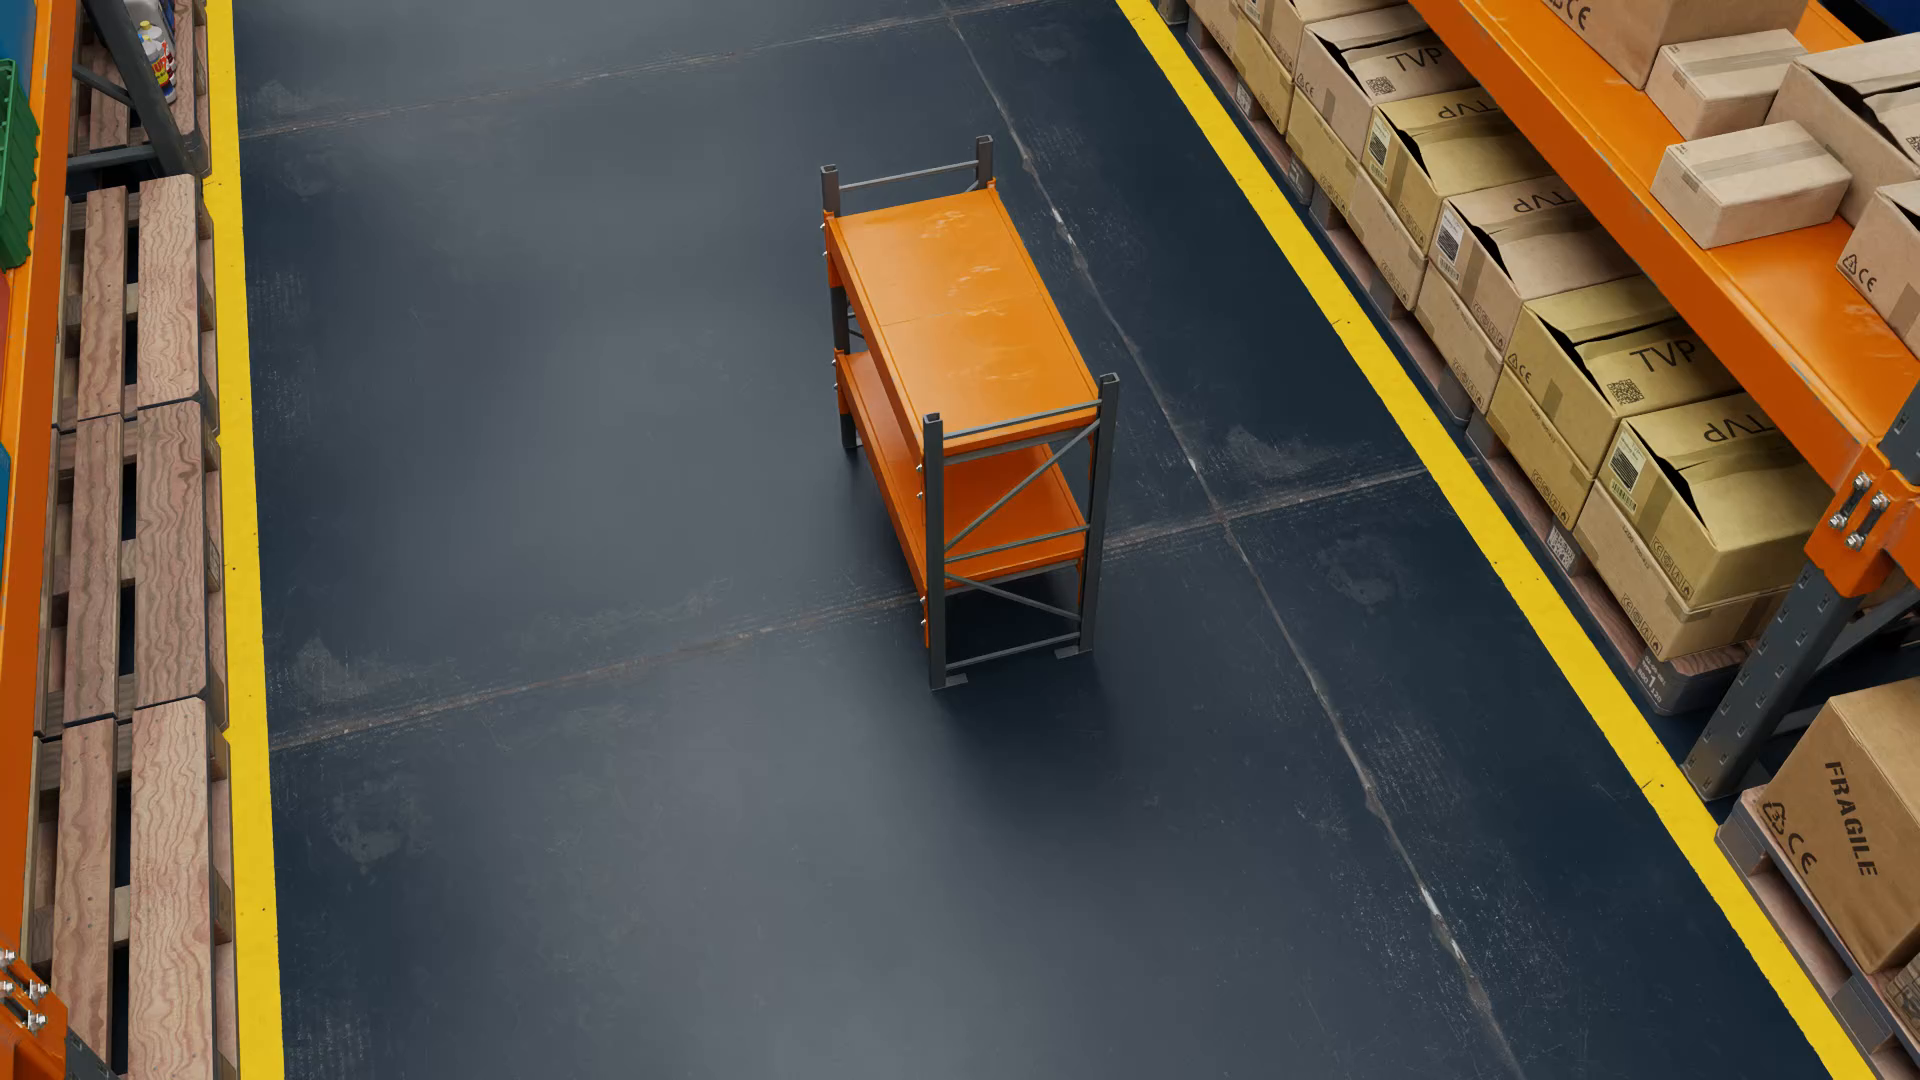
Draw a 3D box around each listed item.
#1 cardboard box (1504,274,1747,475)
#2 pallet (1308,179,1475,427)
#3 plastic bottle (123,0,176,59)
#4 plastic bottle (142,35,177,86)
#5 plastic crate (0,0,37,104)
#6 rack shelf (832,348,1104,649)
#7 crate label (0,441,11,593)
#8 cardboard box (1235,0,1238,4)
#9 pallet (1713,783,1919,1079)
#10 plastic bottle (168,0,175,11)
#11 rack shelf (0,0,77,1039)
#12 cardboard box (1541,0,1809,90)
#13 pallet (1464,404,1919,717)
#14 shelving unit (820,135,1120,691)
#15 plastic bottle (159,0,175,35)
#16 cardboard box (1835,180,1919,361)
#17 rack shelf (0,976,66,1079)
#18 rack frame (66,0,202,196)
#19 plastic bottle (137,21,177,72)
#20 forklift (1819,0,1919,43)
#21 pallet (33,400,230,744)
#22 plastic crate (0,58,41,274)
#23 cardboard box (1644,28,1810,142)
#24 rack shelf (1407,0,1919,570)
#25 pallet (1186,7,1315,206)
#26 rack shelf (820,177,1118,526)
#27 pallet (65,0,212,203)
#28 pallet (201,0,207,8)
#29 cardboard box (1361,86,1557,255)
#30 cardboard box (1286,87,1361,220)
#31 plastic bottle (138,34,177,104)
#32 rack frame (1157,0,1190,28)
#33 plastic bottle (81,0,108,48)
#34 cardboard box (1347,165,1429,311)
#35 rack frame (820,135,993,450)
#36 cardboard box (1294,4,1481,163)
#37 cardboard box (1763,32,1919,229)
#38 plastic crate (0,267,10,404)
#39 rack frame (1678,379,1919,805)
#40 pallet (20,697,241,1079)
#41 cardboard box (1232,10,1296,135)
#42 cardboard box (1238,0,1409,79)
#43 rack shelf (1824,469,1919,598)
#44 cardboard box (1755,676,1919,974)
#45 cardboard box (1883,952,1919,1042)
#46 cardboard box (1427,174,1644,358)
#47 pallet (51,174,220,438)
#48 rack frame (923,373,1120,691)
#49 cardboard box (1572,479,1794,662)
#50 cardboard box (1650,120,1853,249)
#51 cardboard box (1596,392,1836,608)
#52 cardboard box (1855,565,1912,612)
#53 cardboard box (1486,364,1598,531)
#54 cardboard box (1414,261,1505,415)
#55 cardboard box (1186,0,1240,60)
[{"bbox_3d":[1.979,-0.524,4.887,0.500,0.311,0.500,-14,51,-12],"label":"cardboard box"},{"bbox_3d":[1.966,-0.990,5.946,1.003,0.211,1.213,-13,51,-11],"label":"pallet"},{"bbox_3d":[-3.184,-2.019,6.484,0.152,0.276,0.135,-12,51,-10],"label":"plastic bottle"},{"bbox_3d":[-3.092,-1.839,6.381,0.097,0.201,0.097,0,50,0],"label":"plastic bottle"},{"bbox_3d":[-2.763,-1.453,4.523,0.392,0.384,0.575,-13,51,-11],"label":"plastic crate"},{"bbox_3d":[0.002,-0.200,5.003,0.538,0.278,1.000,-13,51,-11],"label":"rack shelf"},{"bbox_3d":[-2.239,-0.070,3.324,0.502,0.435,0.616,-13,51,-11],"label":"crate label"},{"bbox_3d":[1.231,-2.382,6.453,0.500,0.311,0.500,-13,51,-11],"label":"cardboard box"},{"bbox_3d":[2.714,1.064,4.215,1.003,0.211,1.213,-13,51,-11],"label":"pallet"},{"bbox_3d":[-3.285,-2.303,6.674,0.144,0.351,0.185,-15,52,-13],"label":"plastic bottle"},{"bbox_3d":[-2.795,-0.501,4.181,1.077,0.370,4.000,-13,51,-11],"label":"rack shelf"},{"bbox_3d":[2.018,-1.643,4.608,0.500,0.500,0.500,-16,52,-13],"label":"cardboard box"},{"bbox_3d":[2.323,-0.100,5.197,1.003,0.211,1.213,-13,51,-11],"label":"pallet"},{"bbox_3d":[0.002,-0.358,4.816,0.538,1.125,1.048,-13,51,-11],"label":"shelving unit"},{"bbox_3d":[-3.229,-2.165,6.558,0.144,0.351,0.185,-12,51,-10],"label":"plastic bottle"},{"bbox_3d":[2.464,-0.636,3.882,0.500,0.311,0.500,-10,51,-9],"label":"cardboard box"},{"bbox_3d":[-1.612,2.421,1.718,1.077,0.370,4.000,-13,51,-11],"label":"rack shelf"},{"bbox_3d":[-3.386,-2.193,5.137,1.000,3.000,0.127,-13,51,-11],"label":"rack frame"},{"bbox_3d":[-3.122,-1.914,6.444,0.097,0.201,0.097,0,50,0],"label":"plastic bottle"},{"bbox_3d":[4.508,-2.104,5.106,1.130,2.935,3.031,-15,51,-12],"label":"forklift"},{"bbox_3d":[-2.753,0.163,4.975,1.003,0.211,1.213,-13,51,-11],"label":"pallet"},{"bbox_3d":[-2.602,-0.917,4.200,0.450,0.188,0.662,-13,51,-11],"label":"plastic crate"},{"bbox_3d":[2.098,-1.227,4.487,0.380,0.149,0.250,-10,51,-8],"label":"cardboard box"},{"bbox_3d":[1.938,-1.618,5.123,1.077,0.370,4.000,-13,51,-11],"label":"rack shelf"},{"bbox_3d":[1.602,-1.883,6.699,1.003,0.211,1.213,-13,51,-11],"label":"pallet"},{"bbox_3d":[0.002,-0.546,4.592,0.538,0.278,1.000,-13,51,-11],"label":"rack shelf"},{"bbox_3d":[-3.545,-1.795,6.625,1.003,0.211,1.213,-13,51,-11],"label":"pallet"},{"bbox_3d":[-3.910,-2.687,7.377,1.003,0.211,1.213,-13,51,-11],"label":"pallet"},{"bbox_3d":[1.687,-1.260,5.507,0.500,0.311,0.500,-12,51,-10],"label":"cardboard box"},{"bbox_3d":[1.535,-1.458,6.041,0.500,0.250,0.500,-15,51,-12],"label":"cardboard box"},{"bbox_3d":[-3.062,-1.788,6.292,0.097,0.271,0.097,0,50,0],"label":"plastic bottle"},{"bbox_3d":[1.347,-3.311,6.079,1.000,3.000,0.127,-13,51,-11],"label":"rack frame"},{"bbox_3d":[-3.366,-2.132,6.530,0.144,0.351,0.185,-13,51,-11],"label":"plastic bottle"},{"bbox_3d":[1.684,-1.086,5.727,0.500,0.250,0.500,-12,51,-10],"label":"cardboard box"},{"bbox_3d":[-0.148,-0.729,5.129,0.500,1.125,0.032,-13,51,-11],"label":"rack frame"},{"bbox_3d":[1.528,-1.638,5.826,0.500,0.311,0.500,-15,51,-12],"label":"cardboard box"},{"bbox_3d":[2.450,-1.057,4.238,0.500,0.311,0.500,-14,51,-11],"label":"cardboard box"},{"bbox_3d":[-2.389,-0.542,3.703,0.402,0.464,0.583,-13,51,-11],"label":"plastic crate"},{"bbox_3d":[2.529,-0.389,3.616,1.000,3.000,0.127,-13,51,-11],"label":"rack frame"},{"bbox_3d":[-2.396,1.052,4.225,1.003,0.211,1.213,-13,51,-11],"label":"pallet"},{"bbox_3d":[1.379,-1.835,6.359,0.500,0.250,0.500,-12,51,-10],"label":"cardboard box"},{"bbox_3d":[1.374,-2.015,6.144,0.500,0.311,0.500,-14,51,-11],"label":"cardboard box"},{"bbox_3d":[3.121,1.303,2.660,1.077,0.370,4.000,-13,51,-11],"label":"rack shelf"},{"bbox_3d":[2.391,0.672,4.069,0.500,0.500,0.500,-11,51,-9],"label":"cardboard box"},{"bbox_3d":[2.551,1.053,3.748,0.500,0.500,0.500,-15,51,-12],"label":"cardboard box"},{"bbox_3d":[1.833,-0.893,5.198,0.500,0.311,0.500,-14,51,-11],"label":"cardboard box"},{"bbox_3d":[-3.117,-0.730,5.727,1.003,0.211,1.213,-13,51,-11],"label":"pallet"},{"bbox_3d":[0.152,0.014,4.503,0.500,1.125,0.032,-13,51,-11],"label":"rack frame"},{"bbox_3d":[2.141,0.033,4.784,0.500,0.250,0.500,-12,51,-10],"label":"cardboard box"},{"bbox_3d":[1.999,-0.903,4.213,0.380,0.149,0.250,-13,51,-11],"label":"cardboard box"},{"bbox_3d":[2.139,-0.146,4.568,0.500,0.311,0.500,-12,51,-10],"label":"cardboard box"},{"bbox_3d":[2.655,-0.087,4.885,0.500,0.250,0.500,-13,51,-11],"label":"cardboard box"},{"bbox_3d":[1.985,-0.343,5.101,0.500,0.250,0.500,-14,51,-11],"label":"cardboard box"},{"bbox_3d":[1.839,-0.711,5.411,0.500,0.250,0.500,-12,51,-10],"label":"cardboard box"},{"bbox_3d":[1.229,-2.209,6.674,0.500,0.250,0.500,-14,51,-12],"label":"cardboard box"}]
